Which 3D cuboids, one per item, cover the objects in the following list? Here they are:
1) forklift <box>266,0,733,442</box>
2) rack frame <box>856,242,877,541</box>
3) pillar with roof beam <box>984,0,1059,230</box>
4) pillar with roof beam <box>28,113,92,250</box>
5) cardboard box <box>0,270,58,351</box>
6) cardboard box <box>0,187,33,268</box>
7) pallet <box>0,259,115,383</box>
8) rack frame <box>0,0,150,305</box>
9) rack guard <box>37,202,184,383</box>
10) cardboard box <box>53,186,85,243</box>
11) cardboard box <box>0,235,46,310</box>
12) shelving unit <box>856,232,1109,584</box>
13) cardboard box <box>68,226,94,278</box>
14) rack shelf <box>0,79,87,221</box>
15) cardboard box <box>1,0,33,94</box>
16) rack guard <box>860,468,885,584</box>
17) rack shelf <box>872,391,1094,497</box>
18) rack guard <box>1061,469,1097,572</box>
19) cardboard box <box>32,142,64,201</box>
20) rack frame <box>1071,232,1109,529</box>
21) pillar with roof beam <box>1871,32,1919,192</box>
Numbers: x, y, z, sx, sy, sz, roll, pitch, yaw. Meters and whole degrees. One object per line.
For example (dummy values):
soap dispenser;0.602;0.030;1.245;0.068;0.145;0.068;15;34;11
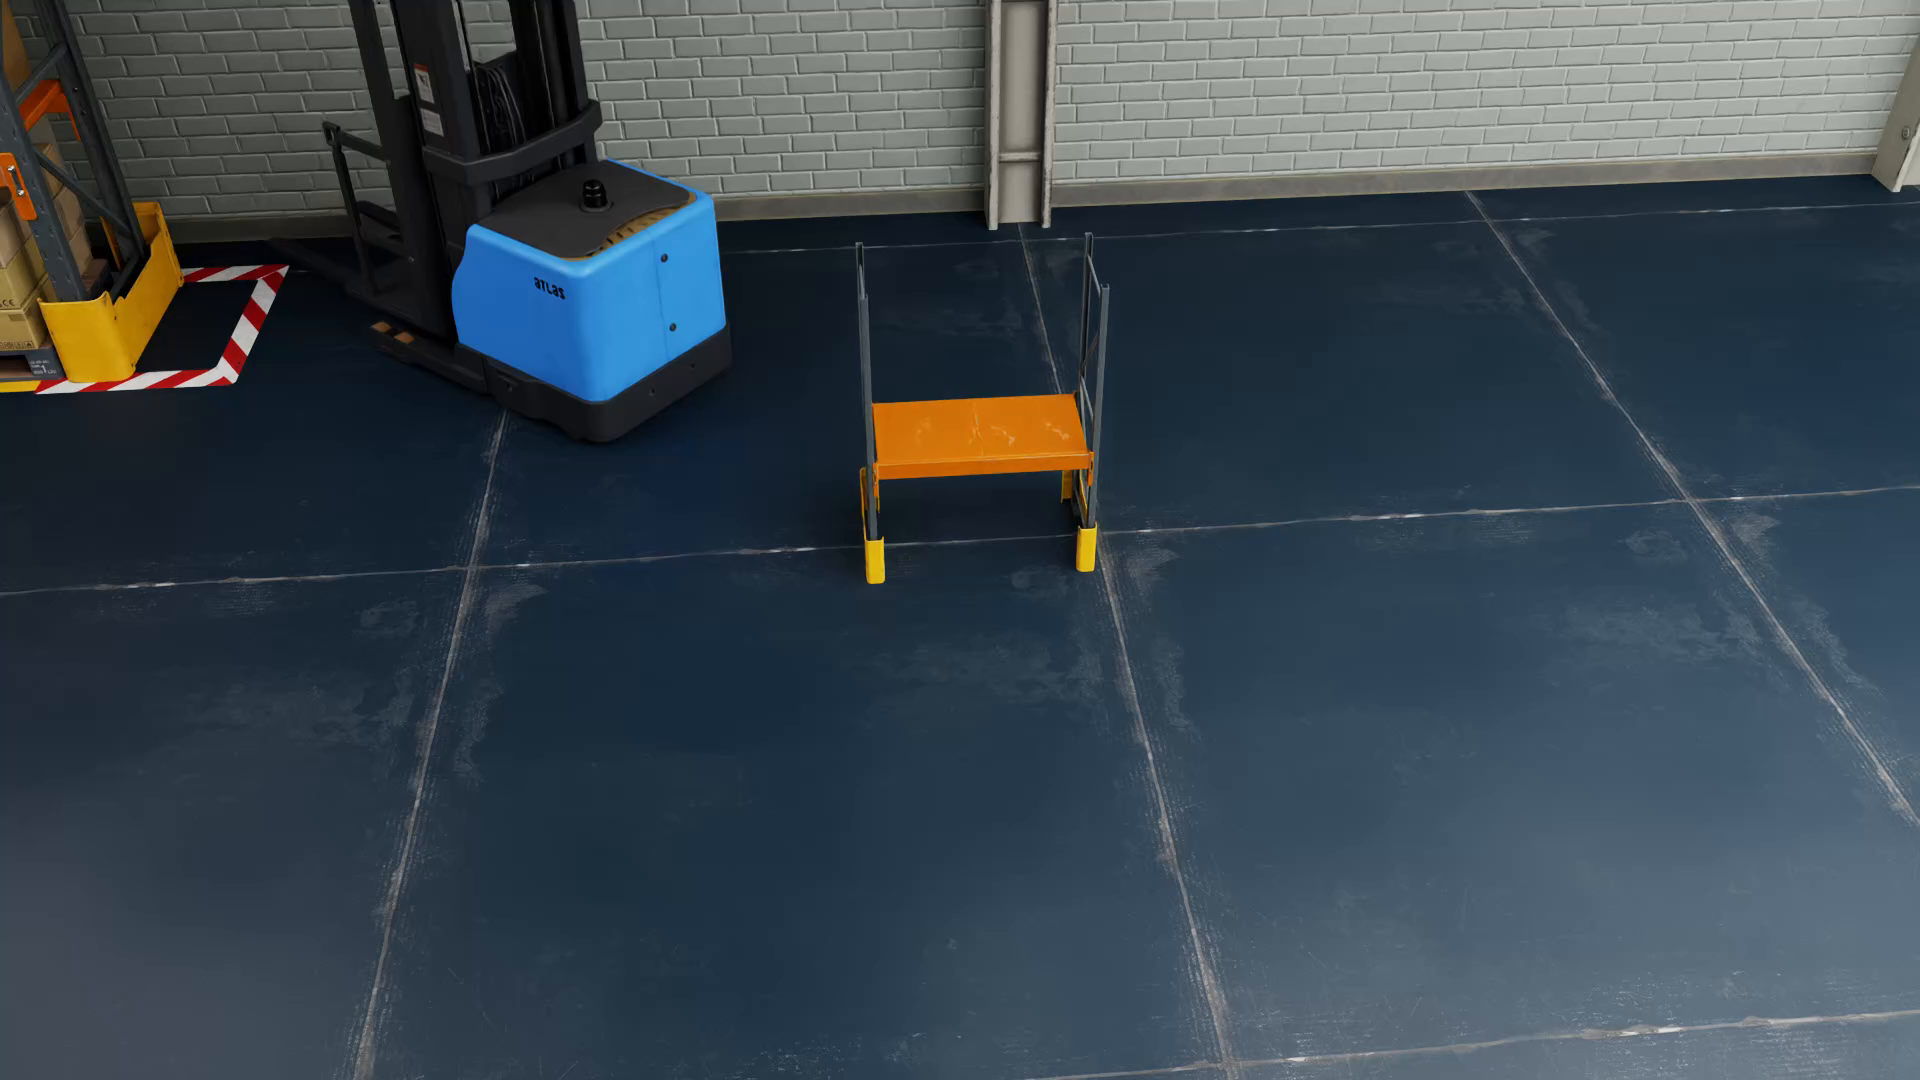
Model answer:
forklift;-2.750;-2.386;8.730;3.031;2.935;1.130;24;44;27
rack frame;-0.421;-0.566;7.578;0.032;1.500;0.500;-3;38;-4
pillar with roof beam;0.746;-2.953;4.550;0.400;9.000;9.100;-3;38;-4
pillar with roof beam;-5.230;-2.624;4.132;0.400;9.000;9.100;-3;38;-4
cardboard box;-5.278;-1.272;9.143;0.500;0.250;0.500;-3;38;-4
cardboard box;-5.269;-1.667;8.837;0.500;0.250;0.500;-2;38;-2
pallet;-5.596;-1.244;9.479;1.213;0.211;1.003;-3;38;-4
rack frame;-4.838;-2.407;8.701;0.127;3.000;1.000;-3;38;-4
rack guard;-4.814;-1.427;9.477;0.348;0.500;1.175;-3;38;-4
cardboard box;-5.325;-1.791;9.397;0.500;0.250;0.500;-2;38;-3
cardboard box;-5.295;-1.469;8.989;0.500;0.250;0.500;-4;38;-5
shelving unit;0.076;-0.593;7.613;1.083;1.500;0.587;-3;38;-4
cardboard box;-5.345;-1.586;9.541;0.500;0.250;0.500;-3;38;-4
rack shelf;-6.830;-2.015;8.785;4.000;0.370;1.077;-3;38;-4
cardboard box;-5.356;-2.590;8.852;0.500;0.500;0.500;-2;38;-3
rack guard;-0.420;-0.075;7.965;0.087;0.250;0.587;-3;38;-4
rack shelf;0.085;-0.452;7.725;1.000;0.185;0.538;-3;38;-4
rack guard;0.572;-0.130;8.034;0.087;0.250;0.587;-3;38;-4
cardboard box;-5.334;-1.975;9.227;0.500;0.250;0.500;-4;38;-5
rack frame;0.591;-0.621;7.649;0.032;1.500;0.500;-3;38;-4
pillar with roof beam;6.723;-3.282;4.967;0.400;9.000;9.100;-3;38;-4
